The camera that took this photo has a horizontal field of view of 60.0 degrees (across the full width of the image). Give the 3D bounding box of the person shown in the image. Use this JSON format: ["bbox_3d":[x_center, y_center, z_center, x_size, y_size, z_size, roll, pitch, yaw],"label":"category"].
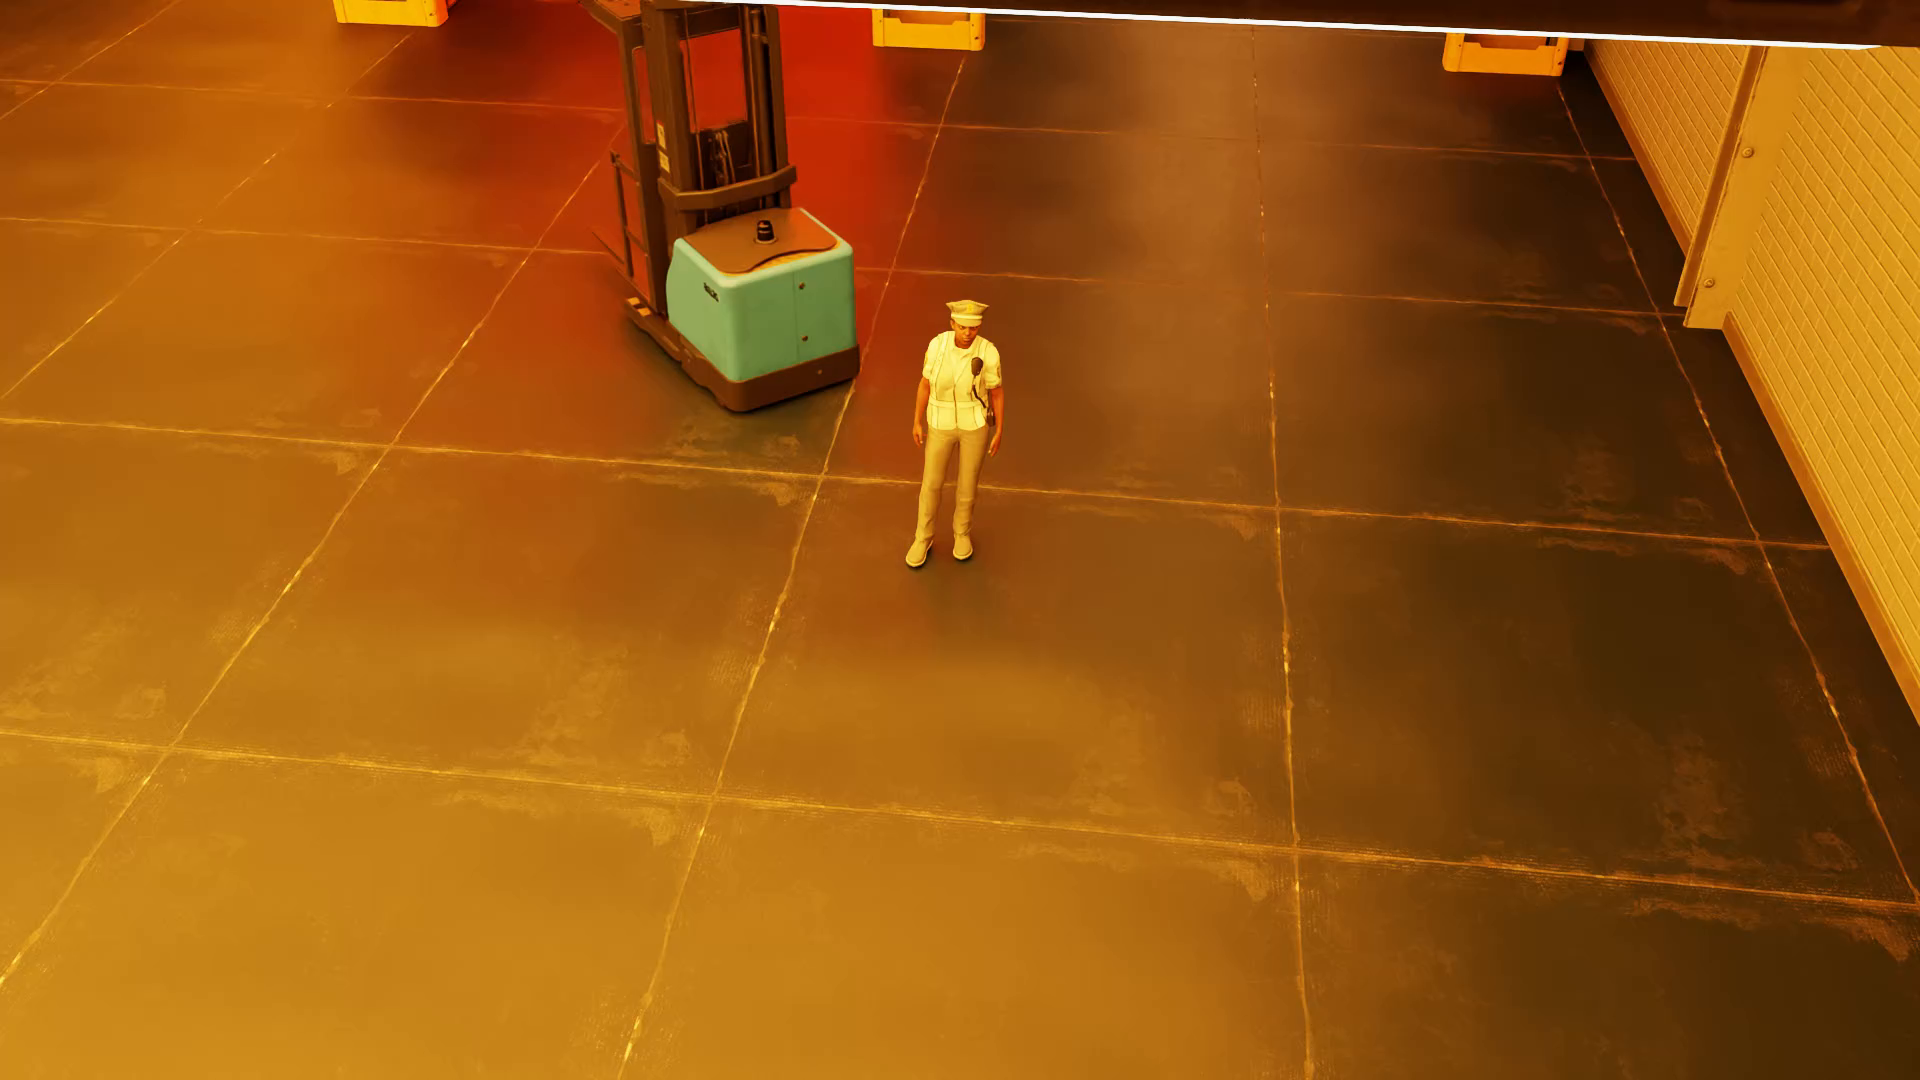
[{"bbox_3d":[-0.029,-0.645,9.935,0.569,1.695,0.528,4,37,6],"label":"person"}]

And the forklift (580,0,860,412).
[{"bbox_3d":[-1.936,-2.916,11.986,1.130,2.935,3.031,-21,41,-26],"label":"forklift"}]
